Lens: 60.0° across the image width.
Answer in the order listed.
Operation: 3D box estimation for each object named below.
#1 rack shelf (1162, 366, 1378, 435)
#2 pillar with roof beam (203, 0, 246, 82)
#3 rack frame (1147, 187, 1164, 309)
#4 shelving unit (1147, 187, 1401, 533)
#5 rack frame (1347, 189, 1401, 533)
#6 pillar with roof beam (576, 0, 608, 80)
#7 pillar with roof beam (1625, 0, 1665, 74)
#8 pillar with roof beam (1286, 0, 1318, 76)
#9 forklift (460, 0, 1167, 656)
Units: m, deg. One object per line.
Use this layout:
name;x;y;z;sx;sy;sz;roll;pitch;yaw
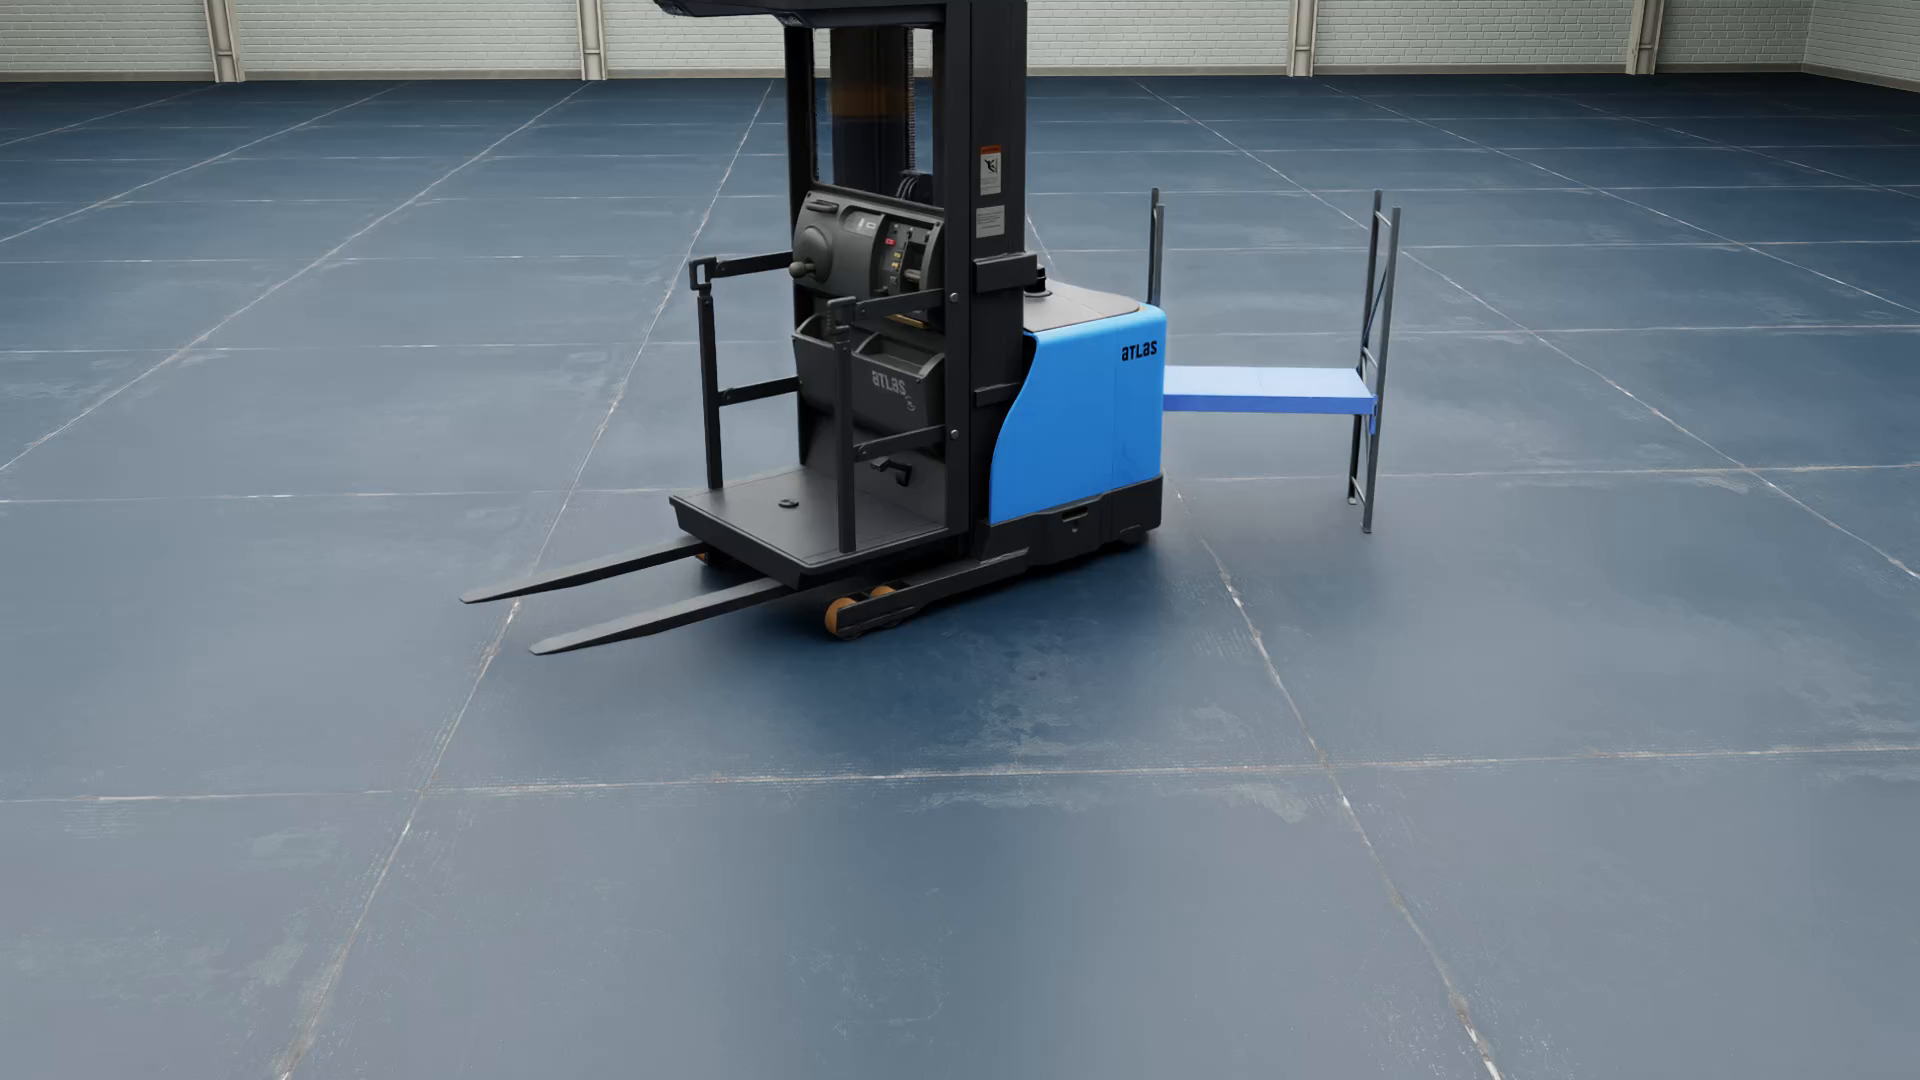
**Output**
rack shelf;1.396;-0.666;7.767;1.000;0.185;0.538;1;21;3
pillar with roof beam;-11.886;-10.310;22.054;0.400;9.000;9.100;-1;21;-3
rack frame;0.888;-0.845;7.732;0.032;1.500;0.500;1;21;3
shelving unit;1.396;-0.834;7.703;1.048;1.500;0.538;1;21;3
rack frame;1.903;-0.823;7.674;0.032;1.500;0.500;1;21;3
pillar with roof beam;-5.896;-10.432;22.374;0.400;9.000;9.100;-1;21;-3
pillar with roof beam;12.075;-10.797;23.334;0.400;9.000;9.100;-1;21;-3
pillar with roof beam;6.084;-10.676;23.014;0.400;9.000;9.100;-1;21;-3
forklift;-0.544;-1.184;6.611;3.031;2.935;1.130;-16;26;-36
